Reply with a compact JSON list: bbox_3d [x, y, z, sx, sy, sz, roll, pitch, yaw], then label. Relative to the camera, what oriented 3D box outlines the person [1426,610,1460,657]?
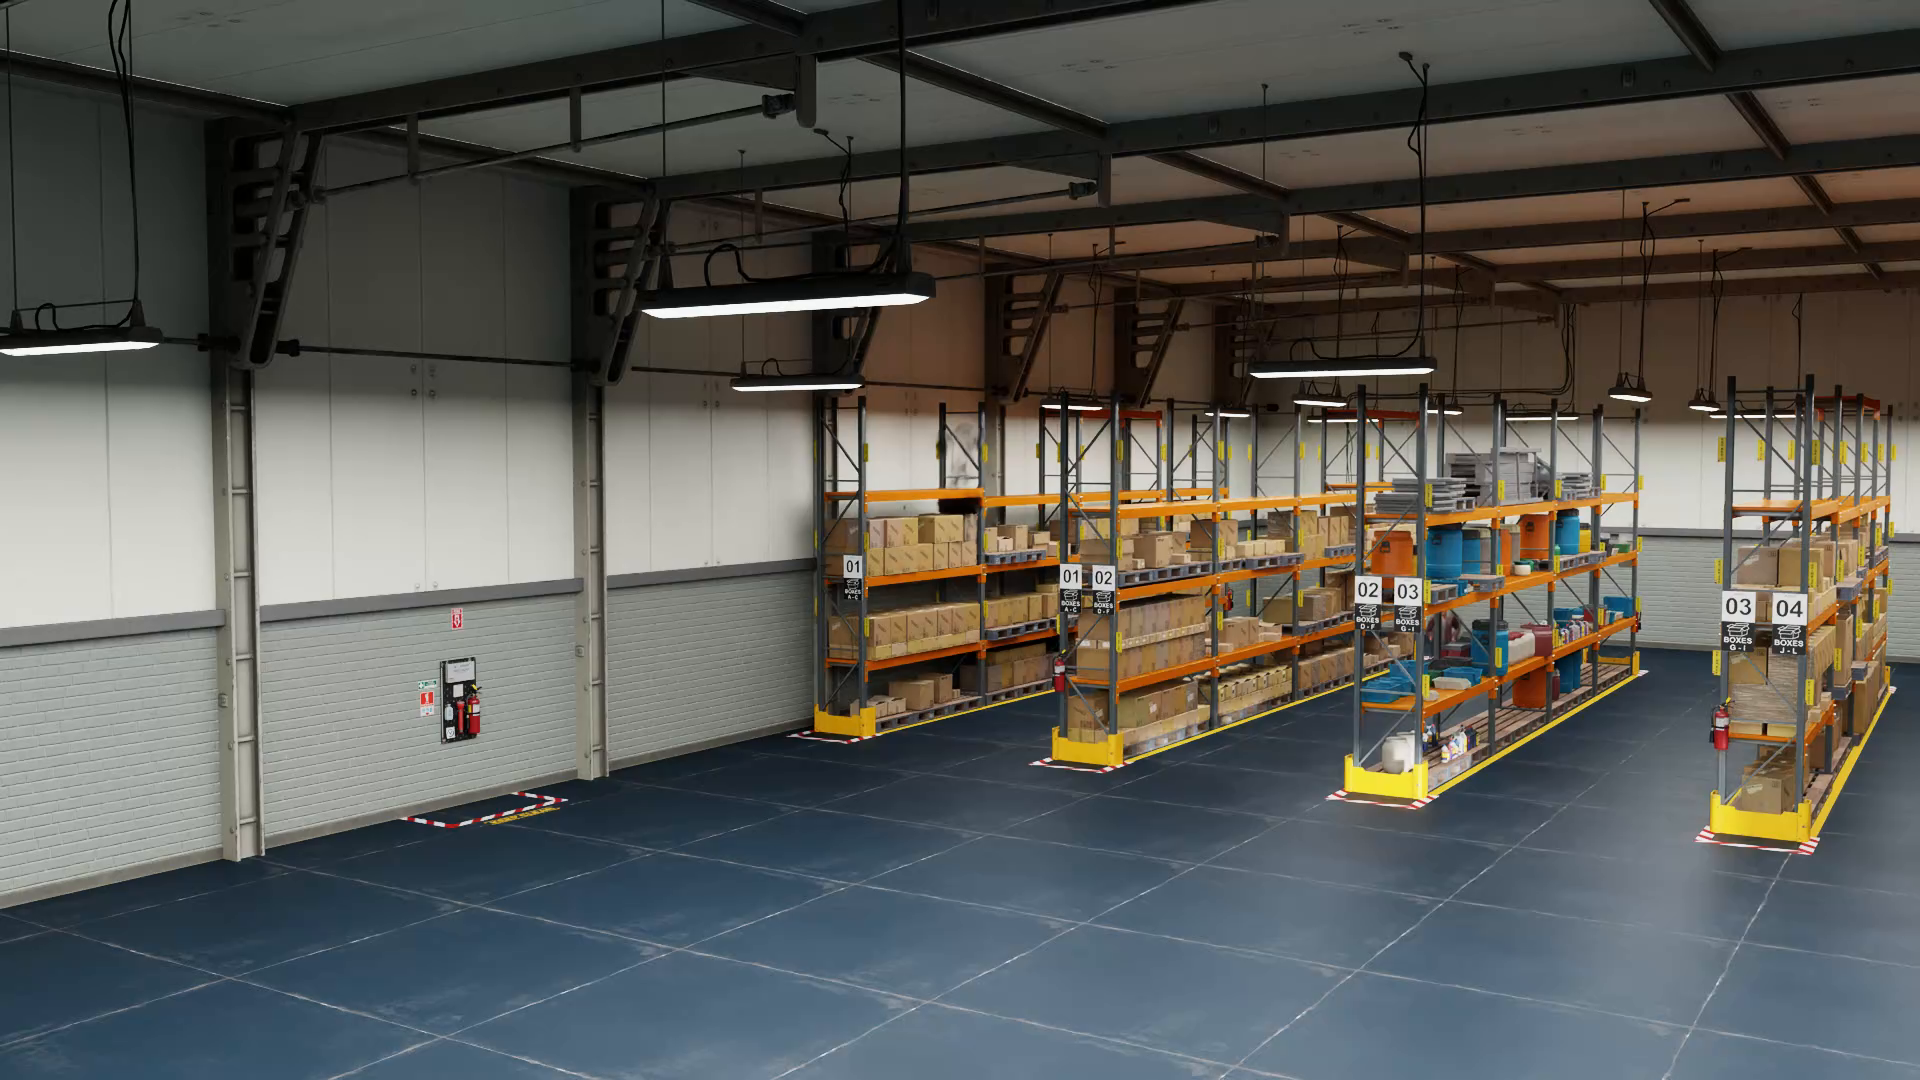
[{"bbox_3d":[10.295,2.269,35.479,0.712,1.764,0.918,1,3,20],"label":"person"}]
